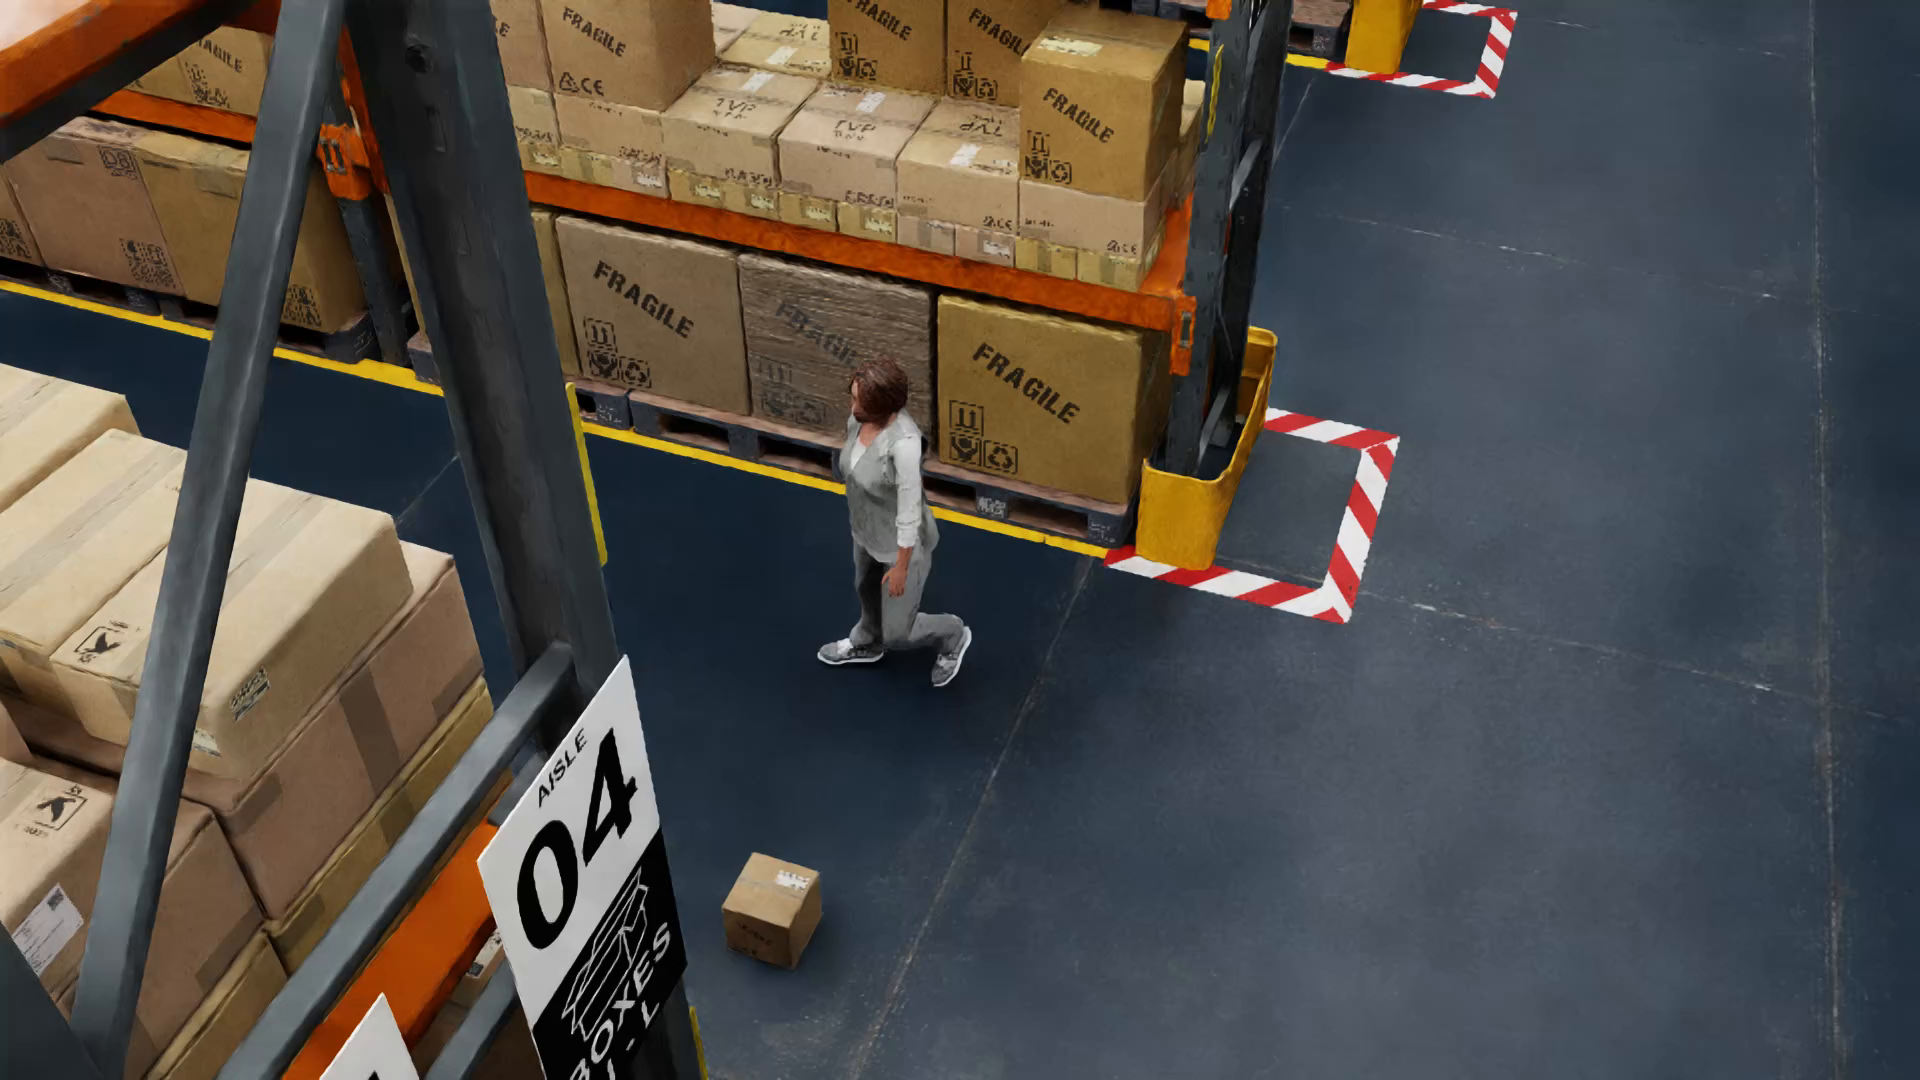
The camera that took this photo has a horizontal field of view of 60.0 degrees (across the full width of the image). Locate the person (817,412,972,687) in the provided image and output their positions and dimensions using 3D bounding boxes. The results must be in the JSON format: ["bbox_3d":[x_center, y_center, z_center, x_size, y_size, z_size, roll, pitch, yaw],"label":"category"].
[{"bbox_3d":[-0.237,0.043,6.268,0.498,1.358,0.551,-22,47,-23],"label":"person"}]
